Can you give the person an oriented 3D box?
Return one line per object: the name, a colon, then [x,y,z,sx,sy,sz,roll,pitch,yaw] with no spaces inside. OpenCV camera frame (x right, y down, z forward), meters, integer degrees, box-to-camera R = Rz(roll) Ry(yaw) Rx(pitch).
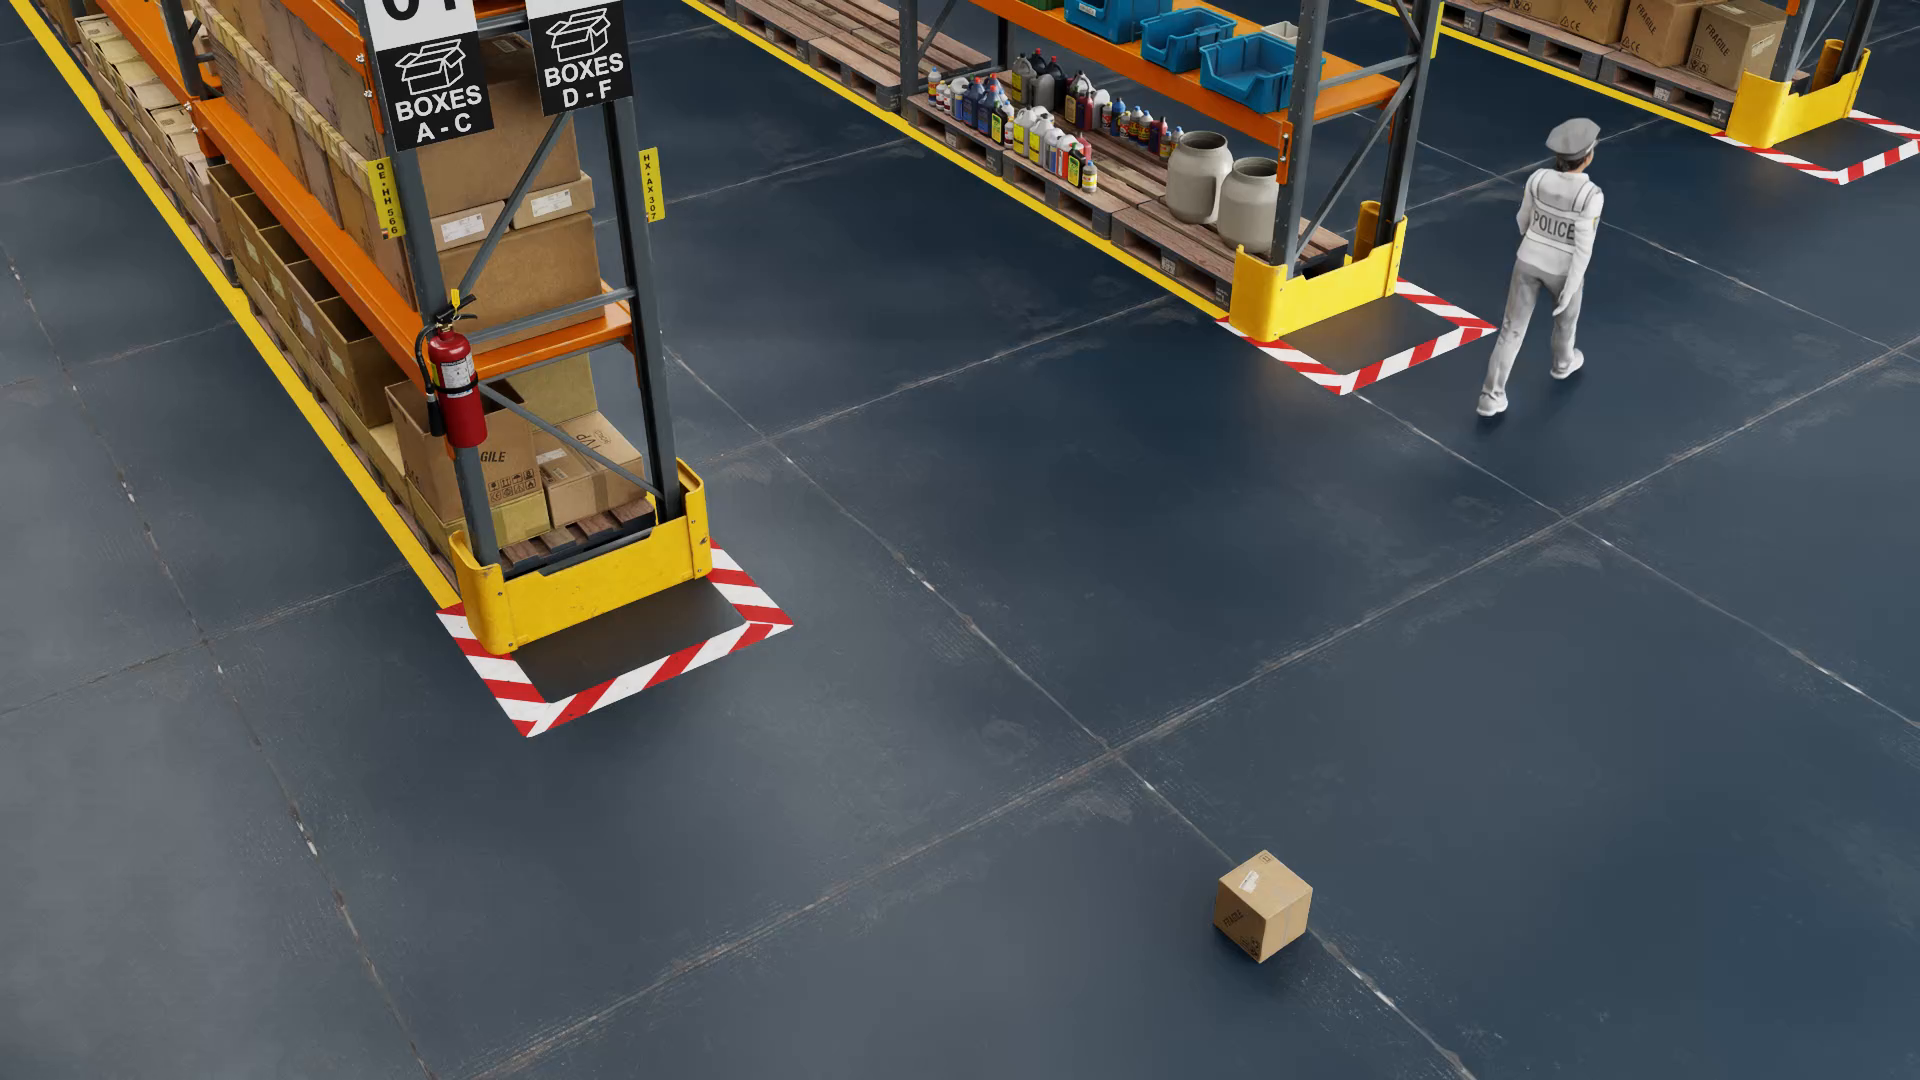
person: [3.210,-1.519,9.006,0.481,1.628,1.008,24,43,29]
